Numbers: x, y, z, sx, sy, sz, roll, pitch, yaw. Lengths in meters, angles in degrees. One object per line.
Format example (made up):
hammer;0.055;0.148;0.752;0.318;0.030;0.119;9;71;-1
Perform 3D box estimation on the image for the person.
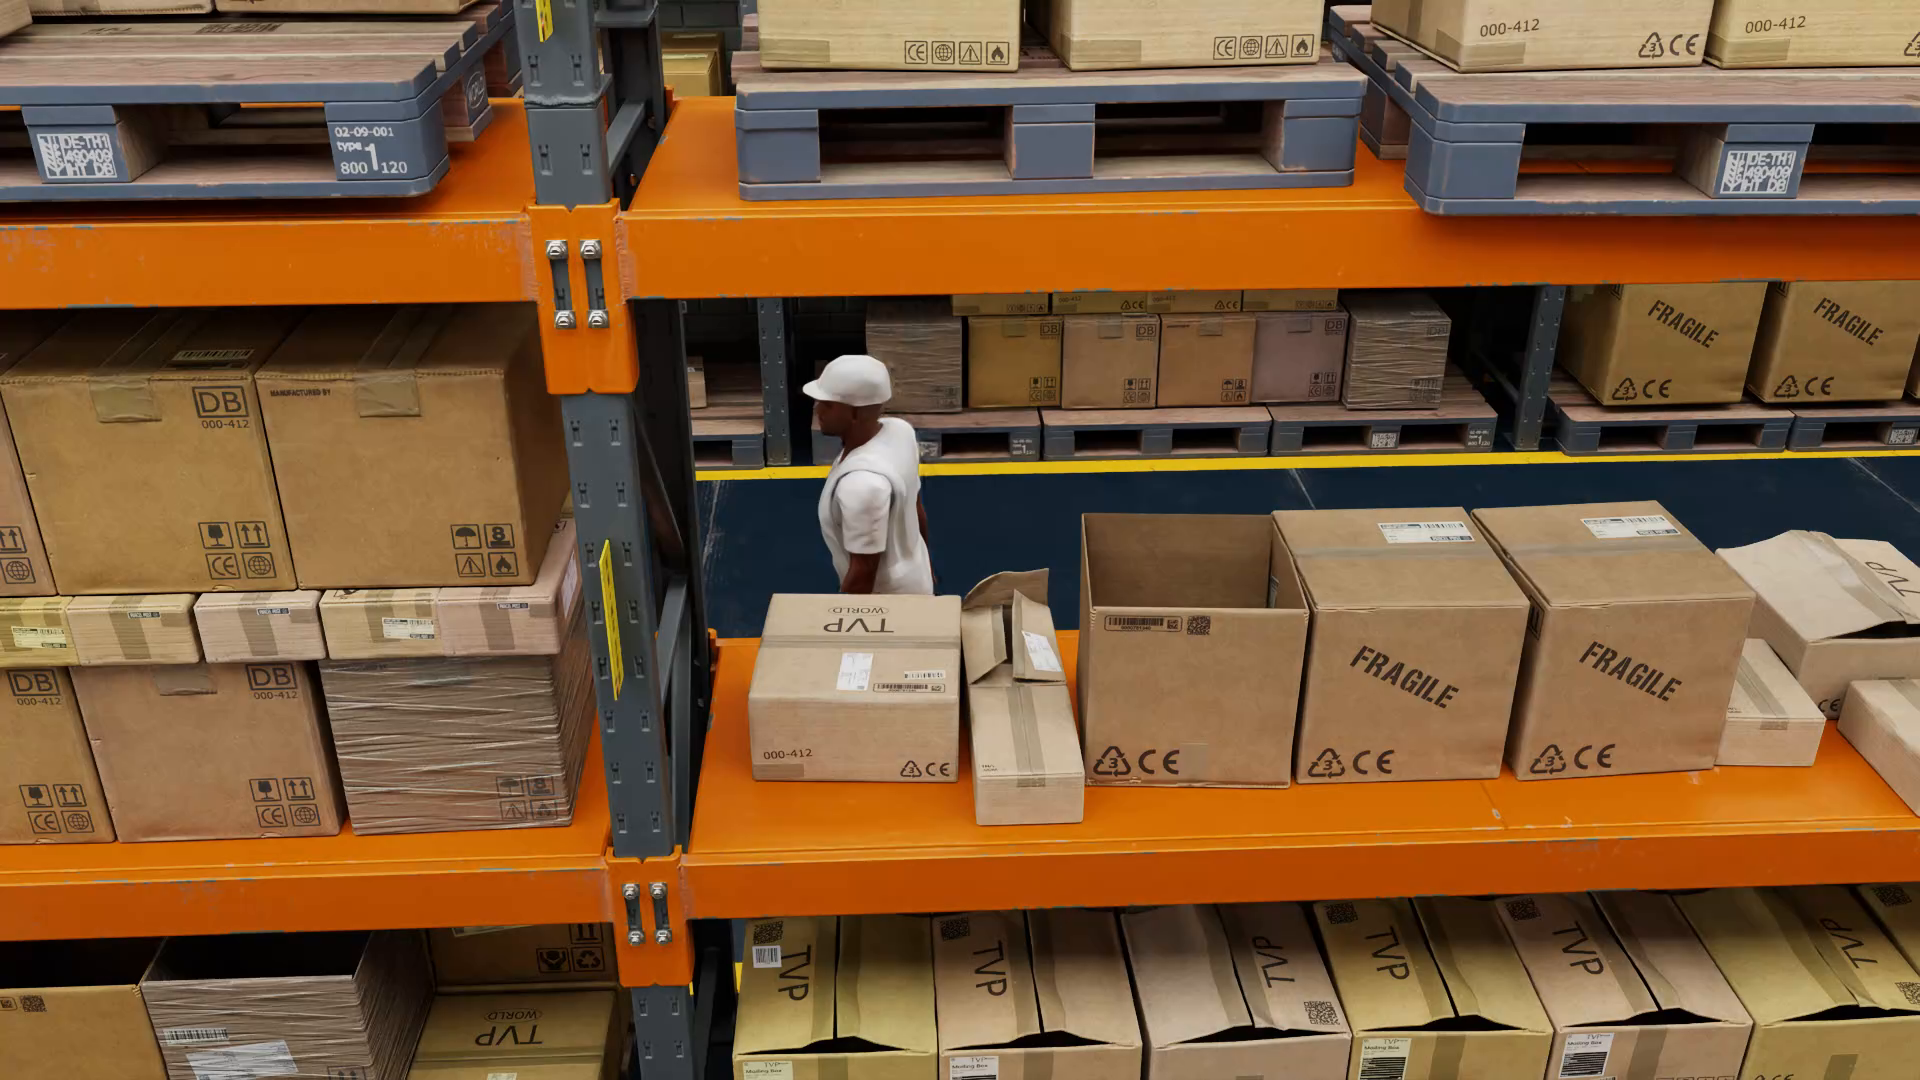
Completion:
person;-0.336;0.169;5.787;1.074;1.708;0.603;-1;27;-2
